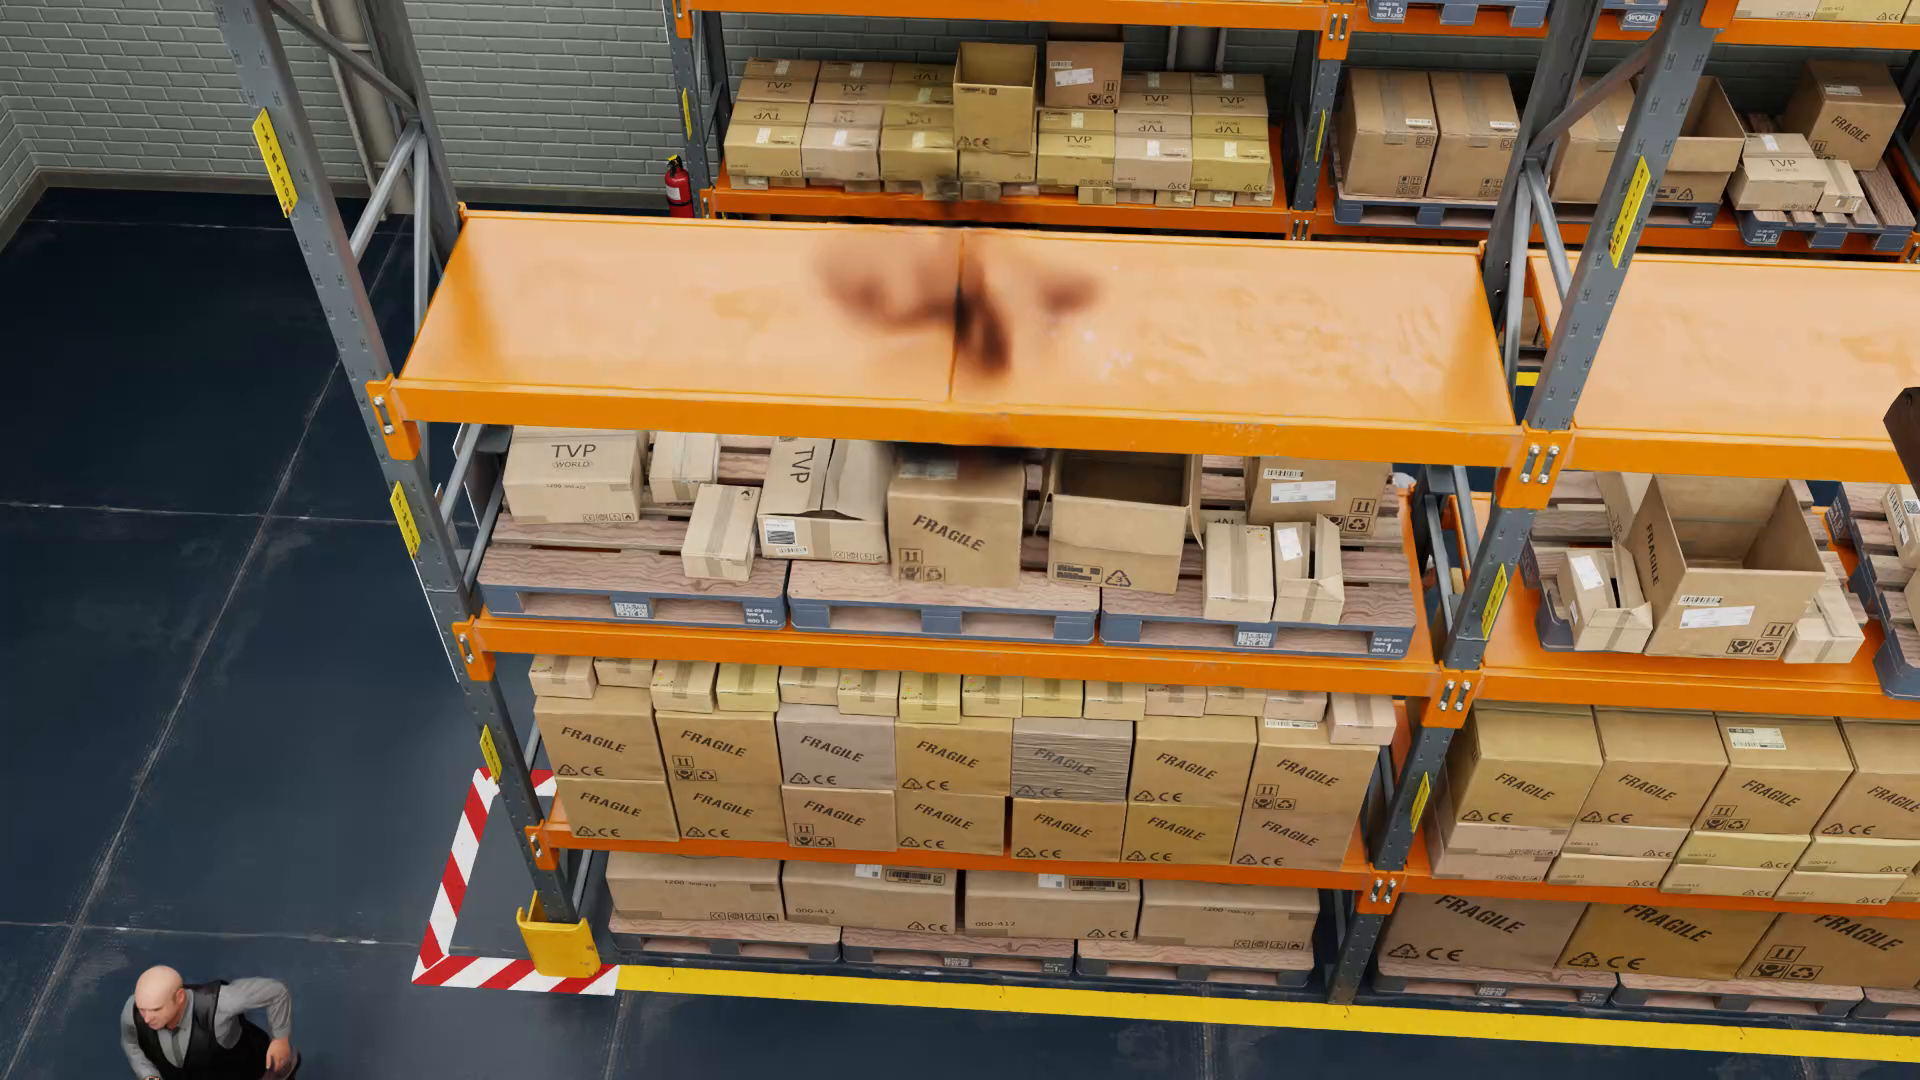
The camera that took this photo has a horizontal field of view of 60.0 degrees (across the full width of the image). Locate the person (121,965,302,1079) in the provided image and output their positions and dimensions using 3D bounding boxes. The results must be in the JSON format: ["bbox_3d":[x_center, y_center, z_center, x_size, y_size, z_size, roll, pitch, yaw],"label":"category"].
[{"bbox_3d":[-3.278,2.355,7.448,0.667,1.784,0.797,5,48,5],"label":"person"}]

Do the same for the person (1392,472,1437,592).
[{"bbox_3d":[2.360,0.246,9.423,0.735,1.703,0.589,2,48,2],"label":"person"}]
